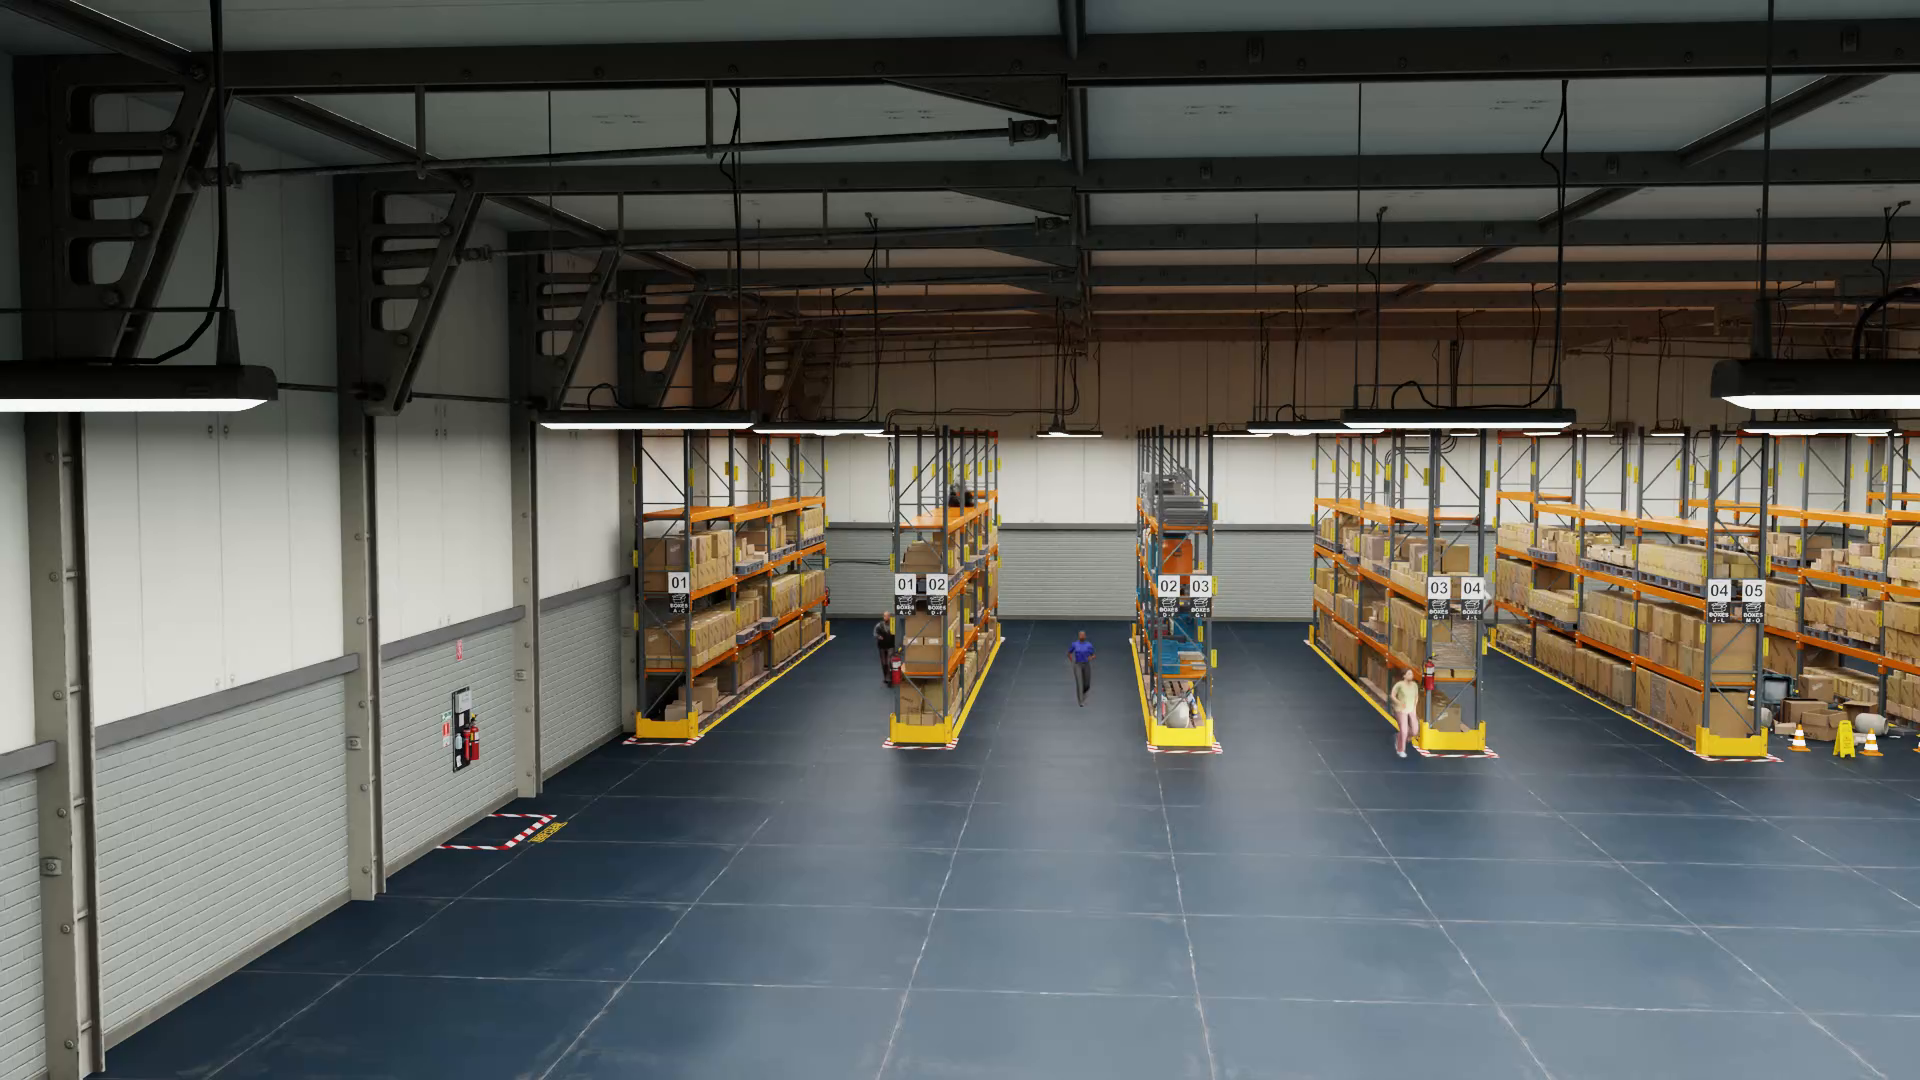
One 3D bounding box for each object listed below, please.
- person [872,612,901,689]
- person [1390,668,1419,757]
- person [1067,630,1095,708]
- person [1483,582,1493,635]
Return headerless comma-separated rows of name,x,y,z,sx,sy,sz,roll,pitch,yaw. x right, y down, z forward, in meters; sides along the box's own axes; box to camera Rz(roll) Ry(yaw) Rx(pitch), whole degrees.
person,-1.709,2.552,38.638,0.637,1.783,0.779,0,3,5
person,8.079,3.236,30.096,0.598,1.384,0.540,-1,4,-15
person,2.619,2.753,35.834,0.588,1.623,0.815,0,3,-3
person,14.726,2.002,47.420,0.900,1.724,0.764,0,3,-3
